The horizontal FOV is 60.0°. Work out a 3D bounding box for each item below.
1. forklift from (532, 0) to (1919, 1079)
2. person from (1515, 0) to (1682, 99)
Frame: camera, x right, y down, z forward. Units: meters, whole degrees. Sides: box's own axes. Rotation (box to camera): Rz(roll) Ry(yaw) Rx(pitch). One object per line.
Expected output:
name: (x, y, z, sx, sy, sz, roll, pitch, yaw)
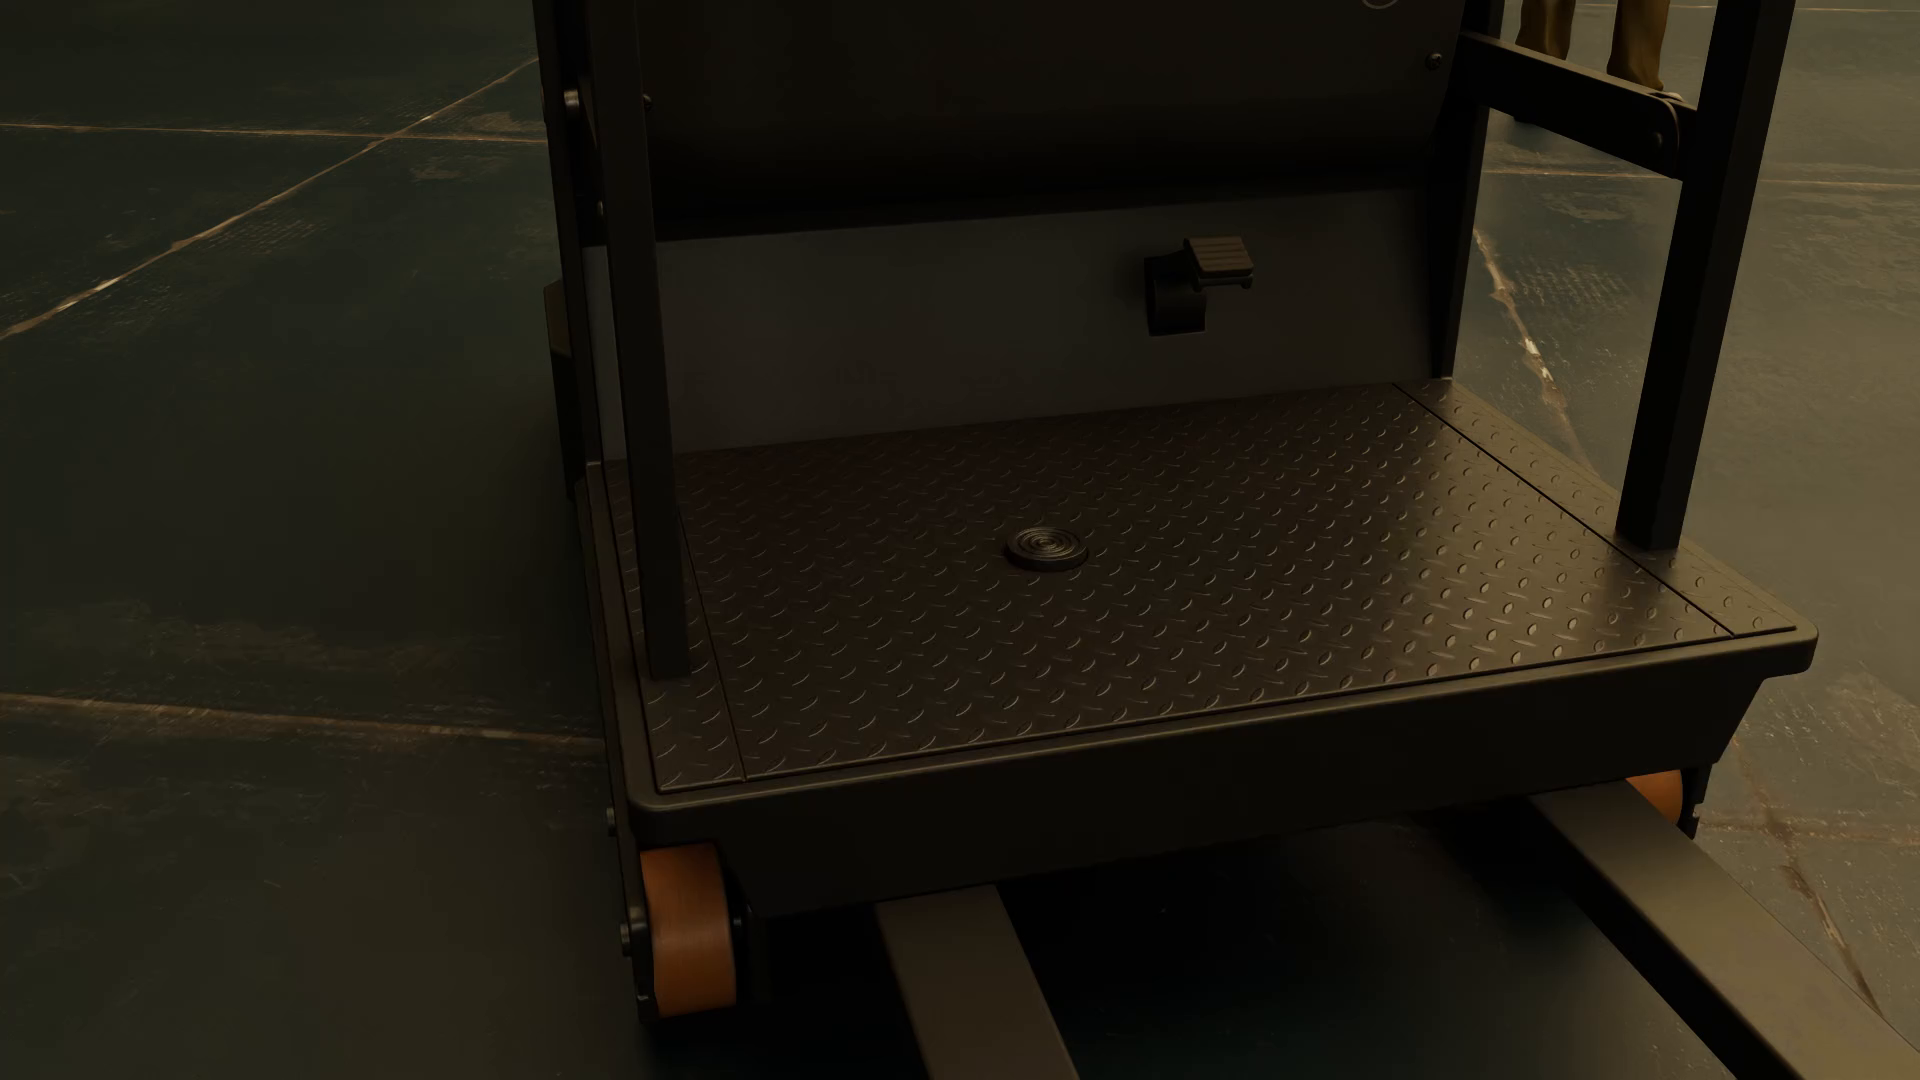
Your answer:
forklift: (0.153, -1.049, 1.319, 1.130, 2.935, 3.031, -7, 27, -13)
person: (1.871, -2.092, 4.706, 0.656, 1.774, 0.424, 16, 31, 29)
